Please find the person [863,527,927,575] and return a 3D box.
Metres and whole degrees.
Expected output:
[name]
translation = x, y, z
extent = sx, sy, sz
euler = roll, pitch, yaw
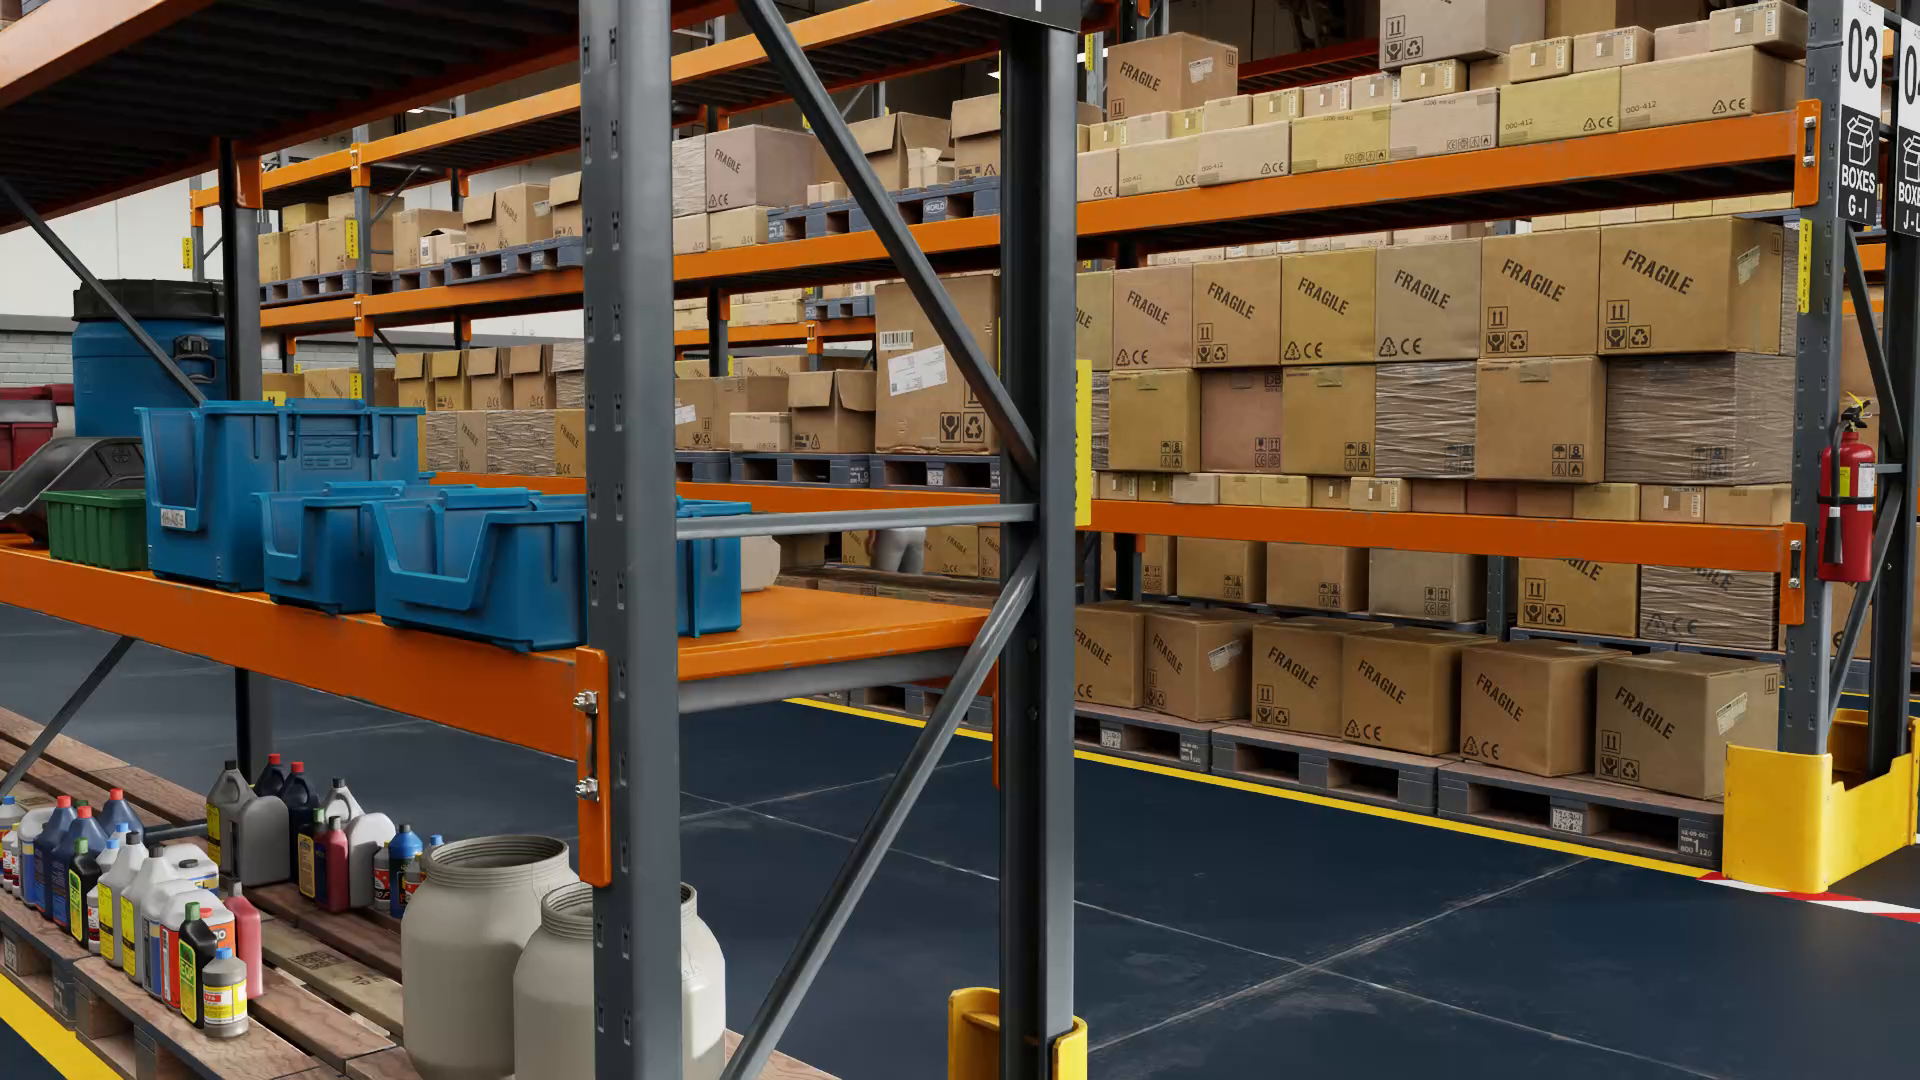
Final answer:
[person]
translation = -0.484, -0.041, 12.472
extent = 0.531, 1.739, 0.391
euler = -4, 5, -43
